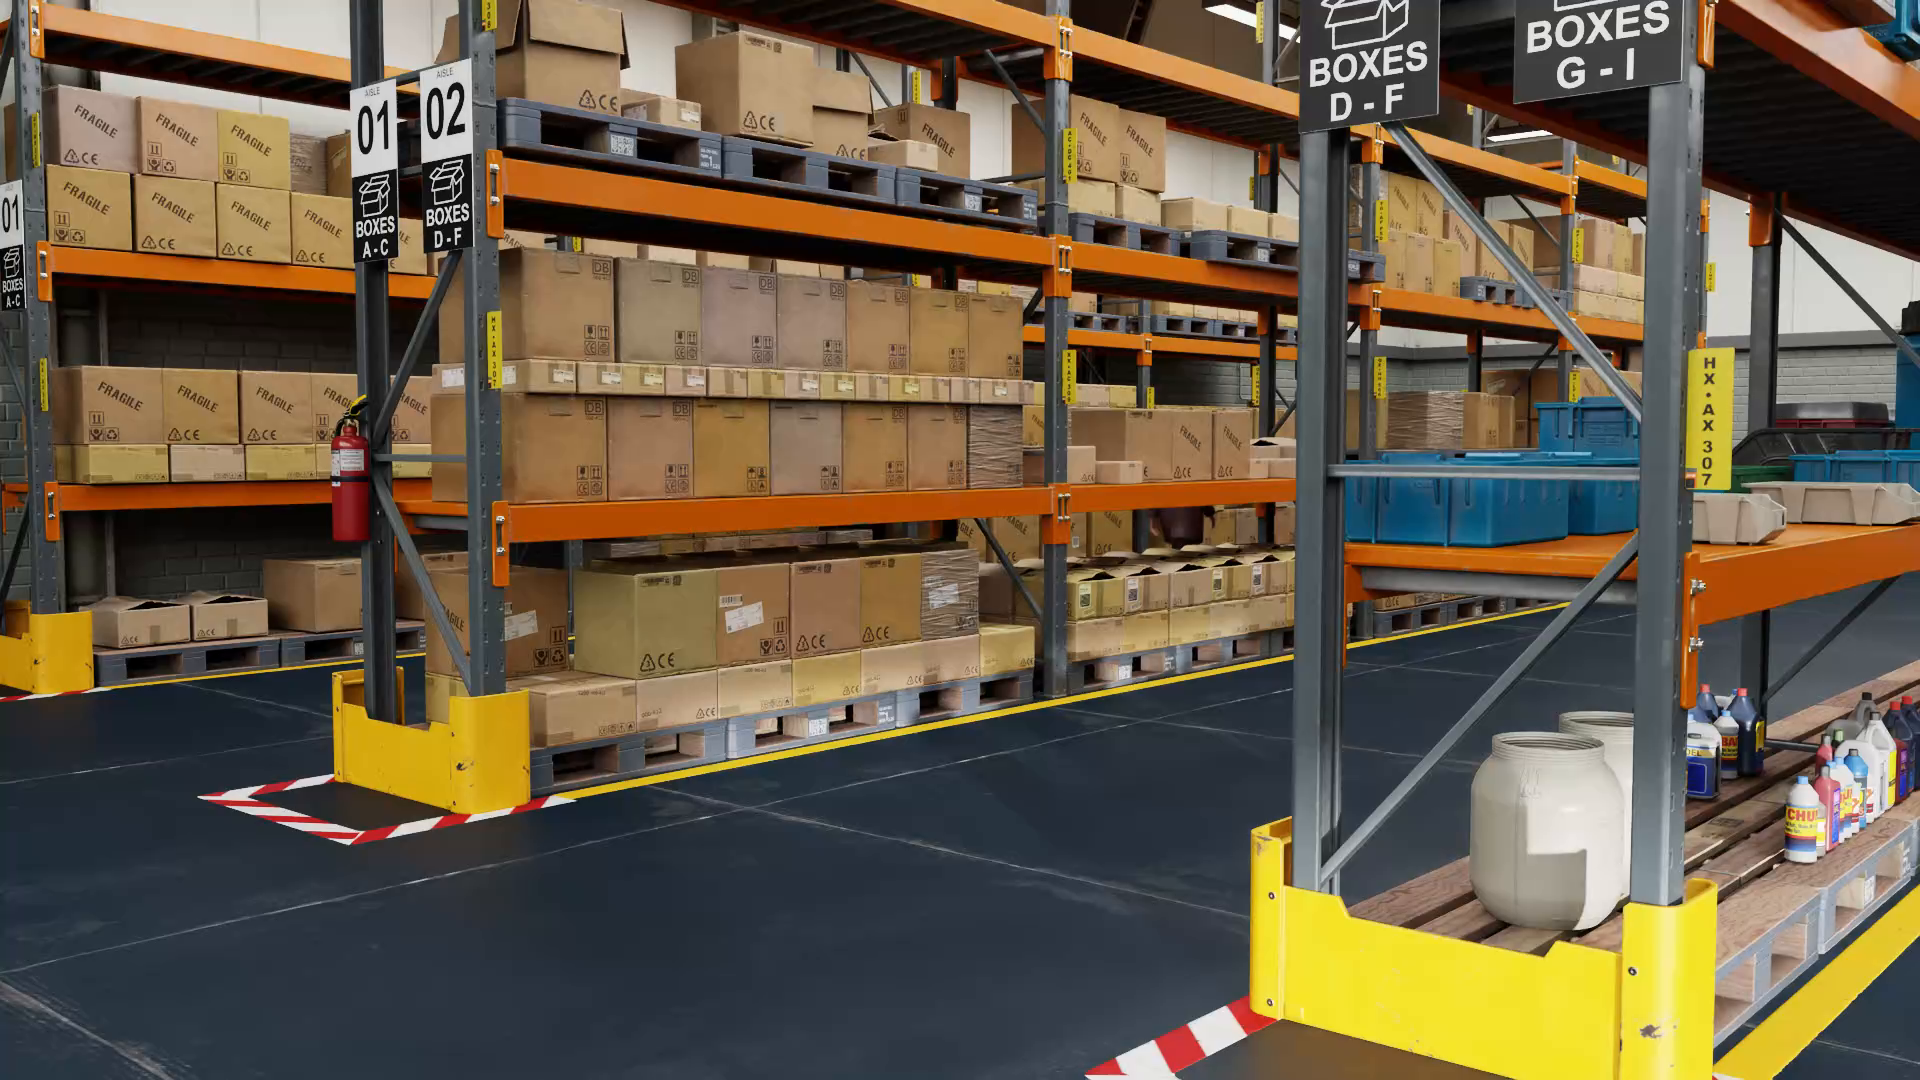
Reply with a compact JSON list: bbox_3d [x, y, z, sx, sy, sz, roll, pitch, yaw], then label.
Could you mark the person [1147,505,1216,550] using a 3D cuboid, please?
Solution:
[{"bbox_3d":[2.051,-0.226,15.413,0.565,1.732,1.082,2,4,35],"label":"person"}]
